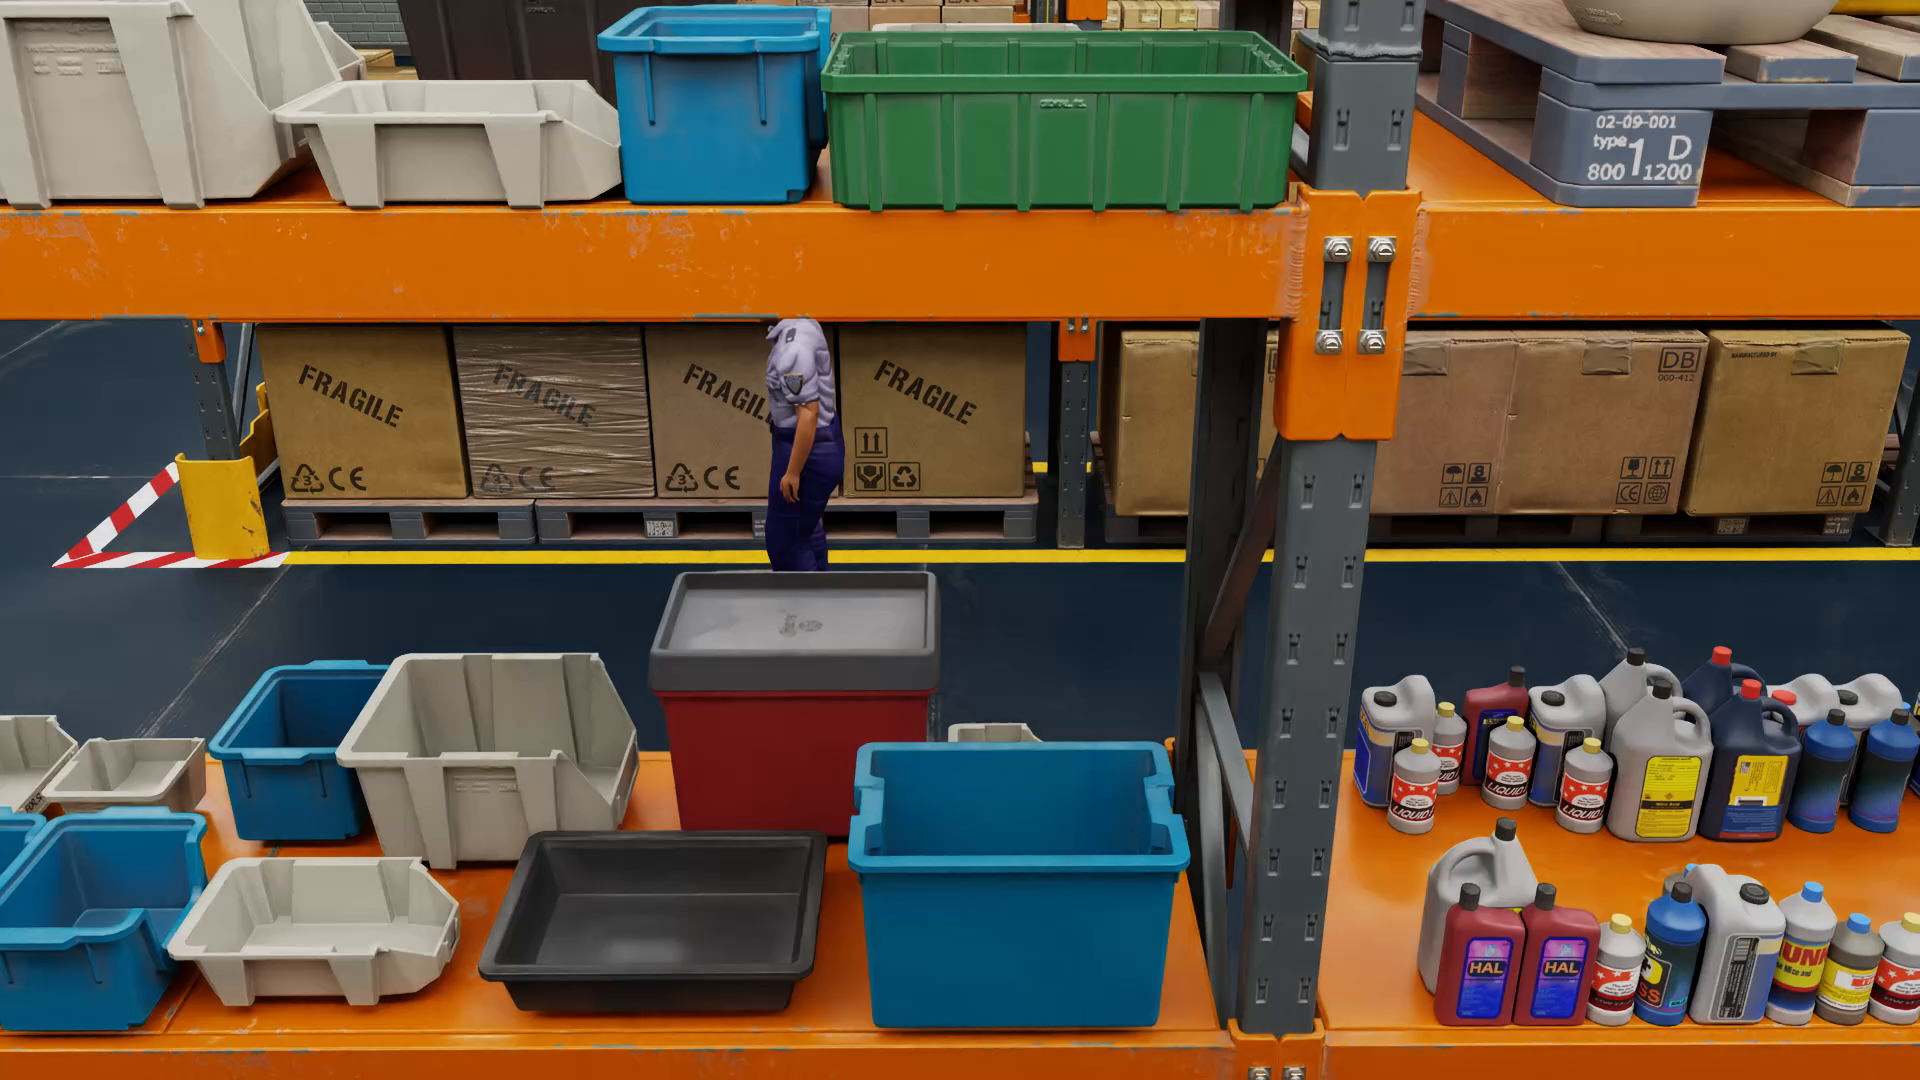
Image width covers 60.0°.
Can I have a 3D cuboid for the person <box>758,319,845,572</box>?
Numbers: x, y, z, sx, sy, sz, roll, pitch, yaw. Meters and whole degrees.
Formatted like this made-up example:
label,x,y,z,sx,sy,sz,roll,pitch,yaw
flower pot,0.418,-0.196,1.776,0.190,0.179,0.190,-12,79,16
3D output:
label,x,y,z,sx,sy,sz,roll,pitch,yaw
person,-0.689,-0.342,6.890,0.423,1.637,0.543,-1,24,-3
